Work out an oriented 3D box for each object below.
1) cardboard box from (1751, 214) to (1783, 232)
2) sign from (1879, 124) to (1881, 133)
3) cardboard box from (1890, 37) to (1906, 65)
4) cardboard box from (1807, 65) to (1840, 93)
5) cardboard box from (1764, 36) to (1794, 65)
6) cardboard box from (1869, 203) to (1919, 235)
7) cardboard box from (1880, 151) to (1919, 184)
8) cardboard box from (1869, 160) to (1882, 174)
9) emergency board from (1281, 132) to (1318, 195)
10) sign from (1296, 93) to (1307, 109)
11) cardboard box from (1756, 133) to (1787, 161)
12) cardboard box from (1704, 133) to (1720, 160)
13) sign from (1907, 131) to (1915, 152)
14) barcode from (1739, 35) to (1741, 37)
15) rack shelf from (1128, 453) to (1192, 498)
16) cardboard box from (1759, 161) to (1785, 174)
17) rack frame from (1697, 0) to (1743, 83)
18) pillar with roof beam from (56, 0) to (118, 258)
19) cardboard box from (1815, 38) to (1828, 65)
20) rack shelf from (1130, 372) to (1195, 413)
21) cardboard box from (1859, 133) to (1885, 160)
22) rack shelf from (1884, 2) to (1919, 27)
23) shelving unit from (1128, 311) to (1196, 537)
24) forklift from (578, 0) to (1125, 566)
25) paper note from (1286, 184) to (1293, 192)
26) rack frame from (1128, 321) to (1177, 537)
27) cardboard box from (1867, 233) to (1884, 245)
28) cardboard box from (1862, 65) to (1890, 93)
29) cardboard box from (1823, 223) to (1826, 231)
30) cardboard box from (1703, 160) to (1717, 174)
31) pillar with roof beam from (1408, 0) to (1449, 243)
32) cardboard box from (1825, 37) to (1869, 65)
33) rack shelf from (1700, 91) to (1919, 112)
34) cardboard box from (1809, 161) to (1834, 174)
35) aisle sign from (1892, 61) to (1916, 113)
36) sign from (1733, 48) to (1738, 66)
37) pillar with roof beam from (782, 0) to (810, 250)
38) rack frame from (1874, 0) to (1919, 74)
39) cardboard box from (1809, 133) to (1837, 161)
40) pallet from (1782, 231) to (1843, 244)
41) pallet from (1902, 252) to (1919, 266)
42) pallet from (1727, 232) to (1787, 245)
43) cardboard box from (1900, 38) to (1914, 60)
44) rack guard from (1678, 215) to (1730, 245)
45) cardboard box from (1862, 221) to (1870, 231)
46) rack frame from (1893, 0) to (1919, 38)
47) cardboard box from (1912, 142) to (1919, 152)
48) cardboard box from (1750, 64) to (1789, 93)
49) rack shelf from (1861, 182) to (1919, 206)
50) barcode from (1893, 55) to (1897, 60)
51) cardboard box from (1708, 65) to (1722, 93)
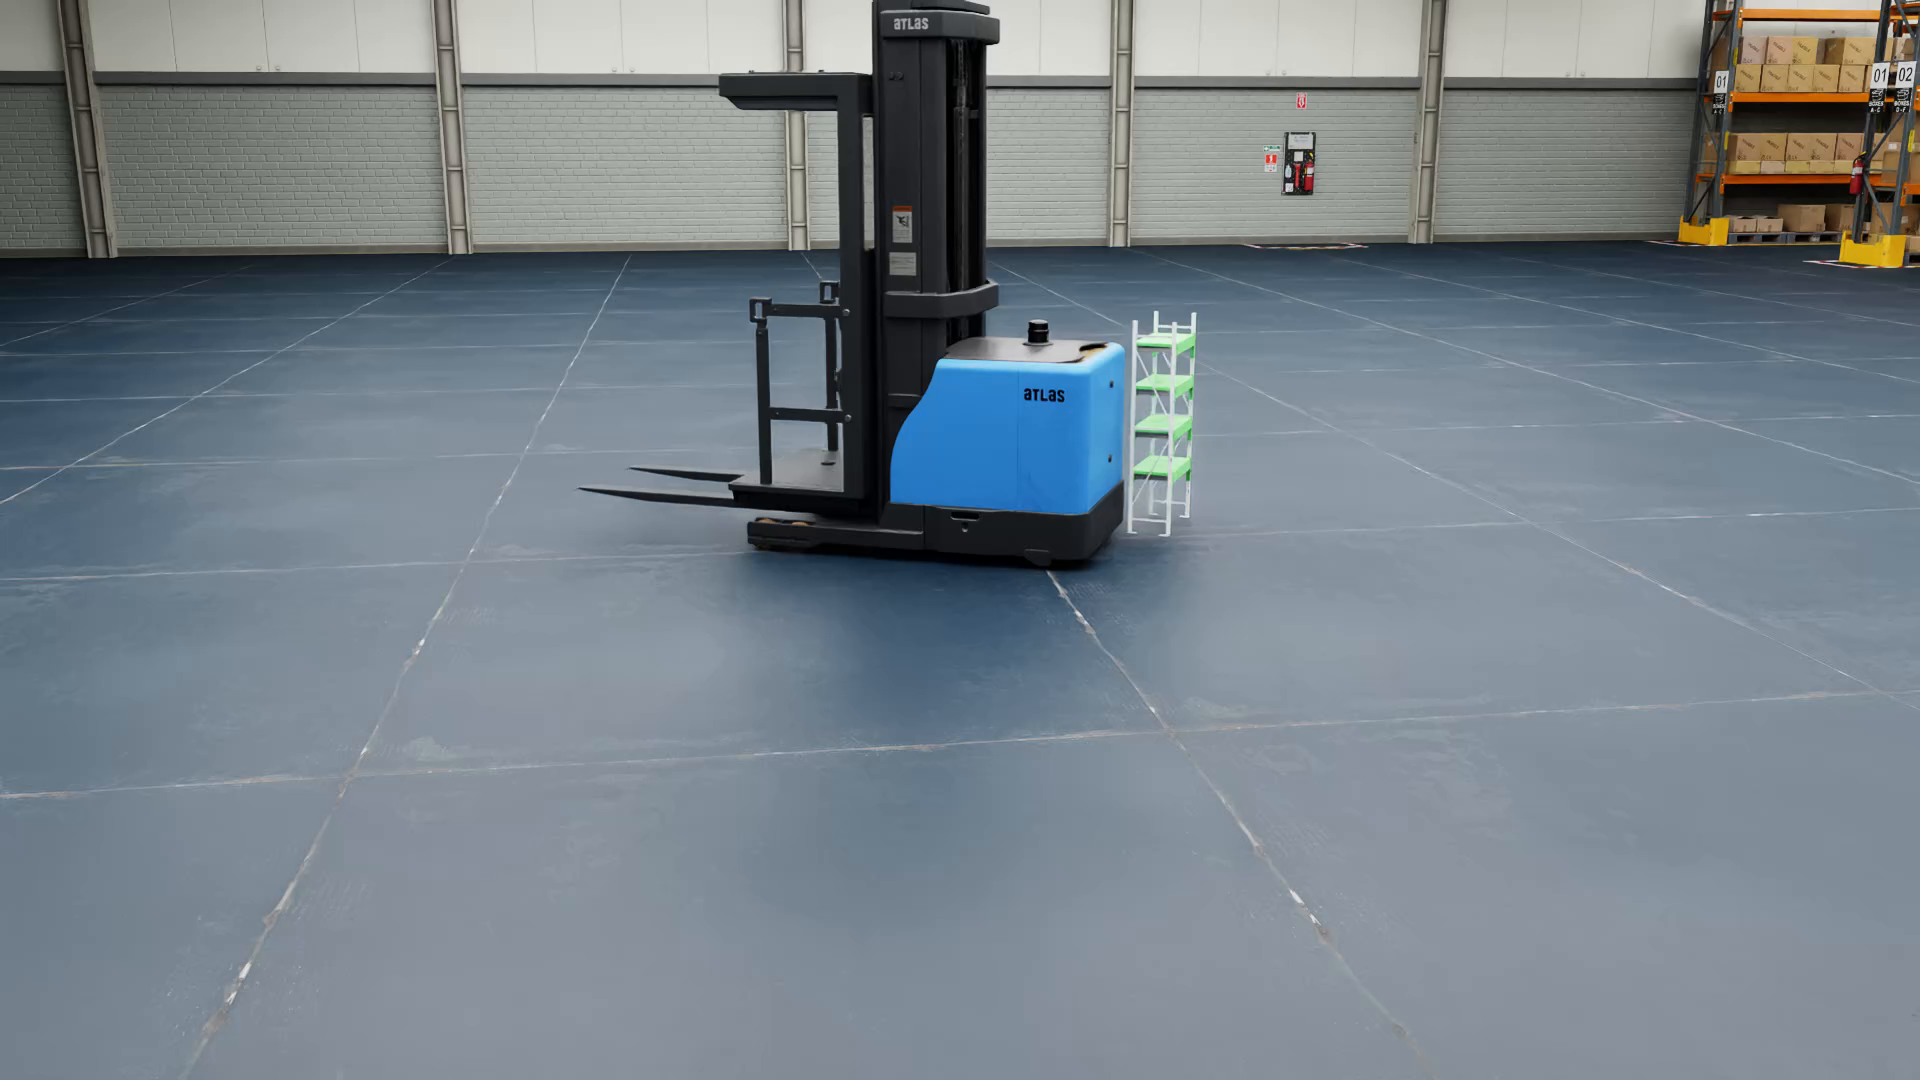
[{"bbox_3d":[15.546,-6.133,32.174,0.500,0.311,0.500,-1,14,-4],"label":"cardboard box"},{"bbox_3d":[18.153,-8.040,32.773,0.005,0.325,0.100,-2,14,-8],"label":"sign"},{"bbox_3d":[17.785,-9.260,31.549,0.500,0.500,0.500,-3,14,-13],"label":"cardboard box"},{"bbox_3d":[16.228,-8.720,31.453,0.500,0.500,0.500,-1,14,-5],"label":"cardboard box"},{"bbox_3d":[15.205,-9.160,31.150,0.500,0.500,0.500,-2,14,-9],"label":"cardboard box"},{"bbox_3d":[15.512,-5.333,27.609,0.500,0.500,0.500,-2,14,-8],"label":"cardboard box"},{"bbox_3d":[15.490,-6.071,27.097,0.500,0.500,0.700,-2,14,-8],"label":"cardboard box"},{"bbox_3d":[17.323,-7.176,31.975,0.500,0.250,0.500,-2,14,-8],"label":"cardboard box"},{"bbox_3d":[6.465,-7.136,31.548,0.643,1.169,0.194,-2,14,-8],"label":"emergency board"},{"bbox_3d":[6.442,-8.284,31.360,0.199,0.298,0.001,-2,14,-8],"label":"sign"},{"bbox_3d":[15.291,-7.461,31.571,0.500,0.500,0.500,-2,14,-8],"label":"cardboard box"},{"bbox_3d":[14.719,-7.569,32.001,0.500,0.500,0.500,-2,14,-9],"label":"cardboard box"},{"bbox_3d":[15.103,-6.333,26.405,0.005,0.325,0.100,-2,14,-8],"label":"sign"},{"bbox_3d":[14.912,-9.626,31.815,0.075,0.075,0.001,-2,14,-8],"label":"barcode"},{"bbox_3d":[1.149,-0.373,9.530,0.258,0.148,0.480,5,15,19],"label":"rack shelf"},{"bbox_3d":[15.326,-7.101,31.675,0.500,0.250,0.500,-3,14,-10],"label":"cardboard box"},{"bbox_3d":[14.284,-10.110,31.074,0.127,3.000,1.000,-2,14,-8],"label":"rack frame"},{"bbox_3d":[-14.176,-8.221,23.541,0.400,9.000,9.100,-2,14,-8],"label":"pillar with roof beam"},{"bbox_3d":[16.199,-9.328,31.821,0.500,0.500,0.500,-2,14,-8],"label":"cardboard box"},{"bbox_3d":[1.149,-0.838,9.413,0.258,0.148,0.480,5,15,19],"label":"rack shelf"},{"bbox_3d":[17.326,-7.535,31.864,0.500,0.500,0.500,-2,14,-9],"label":"cardboard box"},{"bbox_3d":[17.004,-8.448,26.749,4.000,0.370,1.077,-2,14,-8],"label":"rack shelf"},{"bbox_3d":[1.149,-0.668,9.456,0.258,1.200,0.503,5,15,19],"label":"shelving unit"},{"bbox_3d":[-0.648,-1.472,9.105,3.031,2.935,1.130,4,15,17],"label":"forklift"},{"bbox_3d":[6.280,-6.719,31.695,0.142,0.148,0.016,-2,14,-8],"label":"paper note"},{"bbox_3d":[1.065,-0.612,9.234,0.240,1.200,0.015,5,15,19],"label":"rack frame"},{"bbox_3d":[15.512,-4.969,27.698,0.500,0.250,0.500,-2,14,-8],"label":"cardboard box"},{"bbox_3d":[17.275,-8.765,31.632,0.500,0.500,0.500,-3,14,-13],"label":"cardboard box"},{"bbox_3d":[16.655,-6.123,32.464,0.250,0.149,0.380,-3,14,-13],"label":"cardboard box"},{"bbox_3d":[14.718,-7.201,32.074,0.500,0.250,0.500,-2,14,-7],"label":"cardboard box"},{"bbox_3d":[9.556,-9.091,27.009,0.400,9.000,9.100,-2,14,-8],"label":"pillar with roof beam"},{"bbox_3d":[16.729,-9.216,31.374,0.500,0.500,0.500,-3,14,-10],"label":"cardboard box"},{"bbox_3d":[16.262,-8.379,31.816,4.000,0.370,1.077,-2,14,-8],"label":"rack shelf"},{"bbox_3d":[16.330,-7.135,31.814,0.500,0.250,0.500,-2,14,-8],"label":"cardboard box"},{"bbox_3d":[15.007,-7.194,26.434,0.004,0.787,0.394,-2,14,-8],"label":"aisle sign"},{"bbox_3d":[14.365,-8.949,30.813,0.005,0.325,0.100,-2,14,-8],"label":"sign"},{"bbox_3d":[-2.310,-8.656,25.275,0.400,9.000,9.100,-2,14,-8],"label":"pillar with roof beam"},{"bbox_3d":[15.026,-8.919,26.324,0.127,3.000,1.000,-2,14,-8],"label":"rack frame"},{"bbox_3d":[16.312,-7.500,31.726,0.500,0.500,0.500,-2,14,-7],"label":"cardboard box"},{"bbox_3d":[16.372,-5.915,32.411,1.213,0.211,1.003,-2,14,-8],"label":"pallet"},{"bbox_3d":[15.776,-4.694,27.543,1.213,0.211,1.003,-2,14,-8],"label":"pallet"},{"bbox_3d":[15.168,-5.871,32.238,1.213,0.211,1.003,-2,14,-8],"label":"pallet"},{"bbox_3d":[15.595,-7.805,26.687,0.637,0.503,0.797,-1,14,-4],"label":"cardboard box"},{"bbox_3d":[14.359,-5.990,32.119,0.348,0.500,1.175,-2,14,-8],"label":"rack guard"},{"bbox_3d":[17.715,-6.158,32.567,0.250,0.166,0.380,-4,15,-16],"label":"cardboard box"},{"bbox_3d":[18.240,-10.255,31.652,0.127,3.000,1.000,-2,14,-8],"label":"rack frame"},{"bbox_3d":[15.446,-6.334,26.813,0.250,0.149,0.380,-2,14,-9],"label":"cardboard box"},{"bbox_3d":[15.189,-8.676,31.277,0.500,0.500,0.500,-1,14,-5],"label":"cardboard box"},{"bbox_3d":[17.004,-5.732,27.430,4.000,0.370,1.077,-2,14,-8],"label":"rack shelf"},{"bbox_3d":[15.253,-7.872,27.124,0.075,0.075,0.001,-2,14,-8],"label":"barcode"},{"bbox_3d":[14.659,-8.789,31.728,0.500,0.500,0.500,-1,14,-4],"label":"cardboard box"}]
